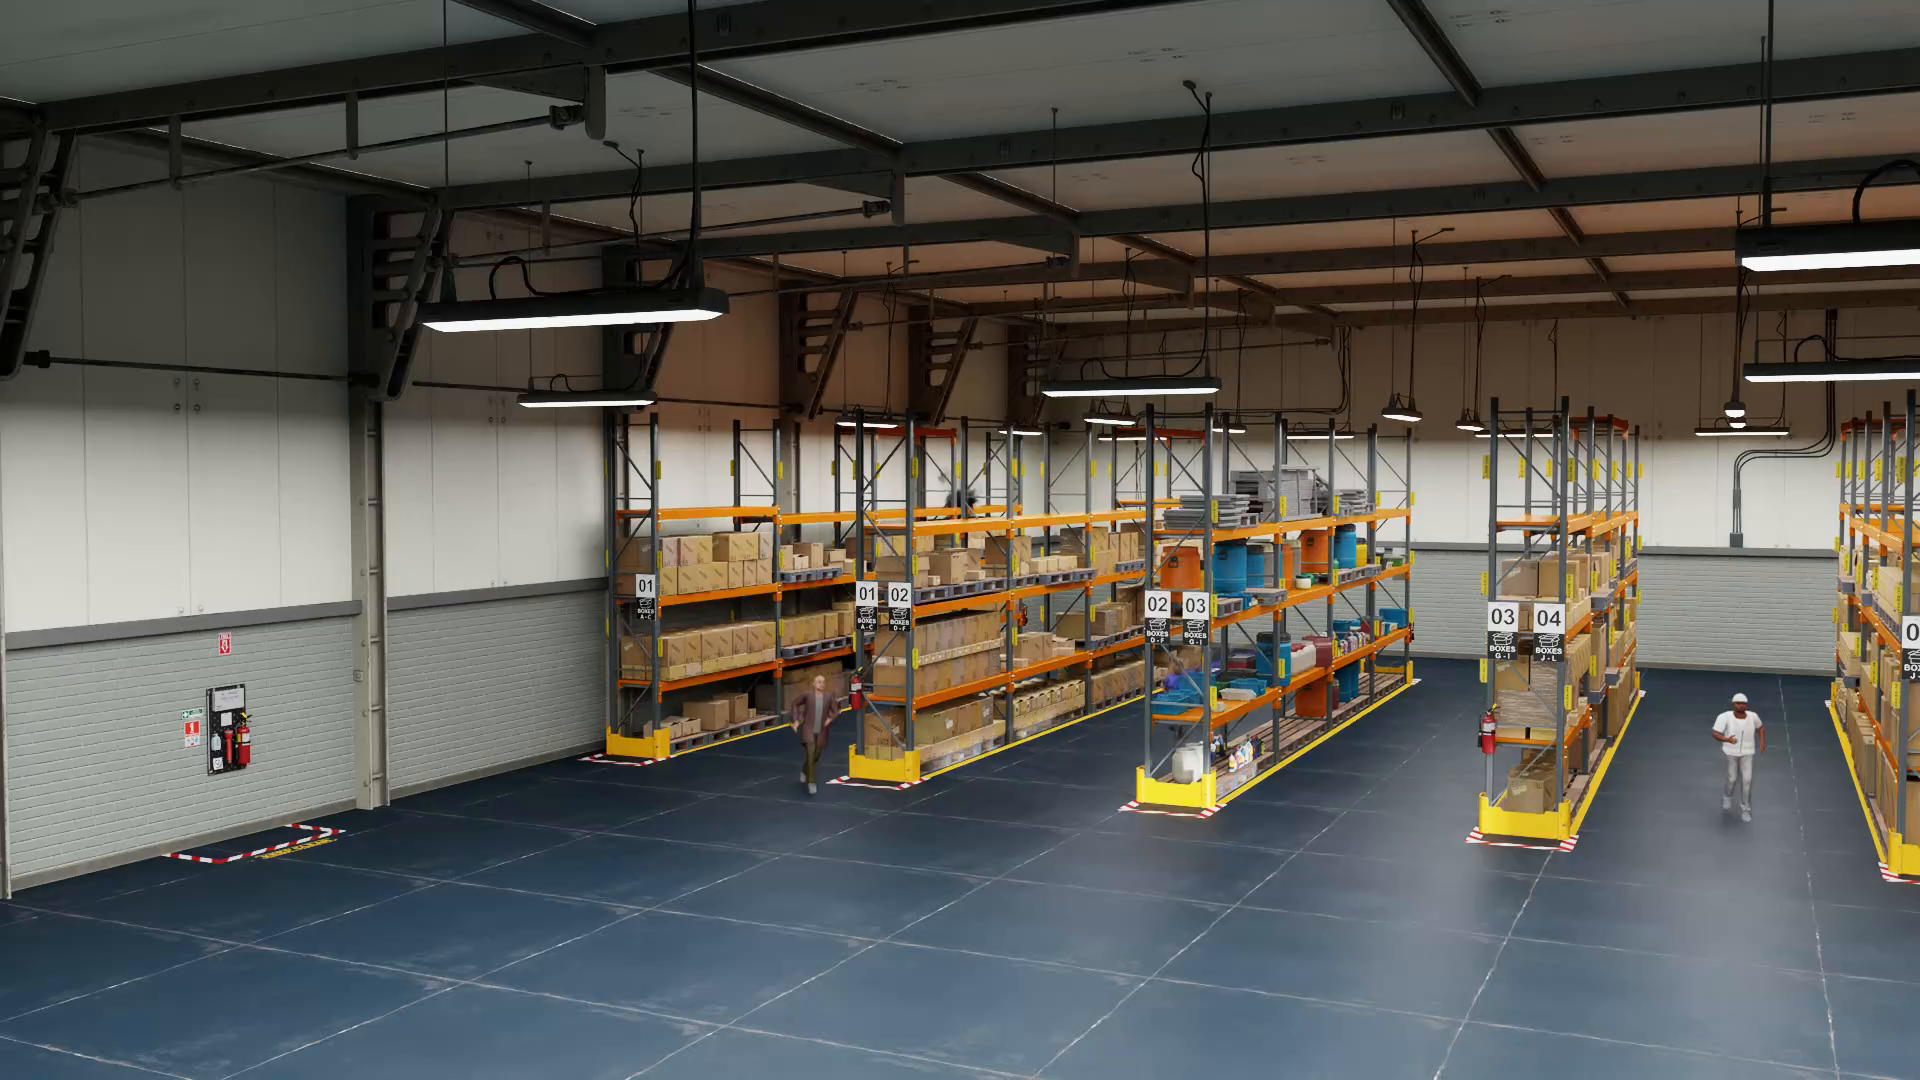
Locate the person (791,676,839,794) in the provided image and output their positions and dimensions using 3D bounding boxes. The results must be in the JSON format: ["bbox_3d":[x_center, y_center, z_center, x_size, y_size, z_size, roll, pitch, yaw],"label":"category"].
[{"bbox_3d":[-2.248,3.124,26.112,0.739,1.563,0.956,-1,3,-18],"label":"person"}]

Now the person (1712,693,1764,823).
[{"bbox_3d":[11.229,3.107,23.982,0.721,1.814,0.835,1,2,14],"label":"person"}]

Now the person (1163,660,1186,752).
[{"bbox_3d":[3.904,2.954,29.742,0.581,1.616,0.592,1,3,22],"label":"person"}]
